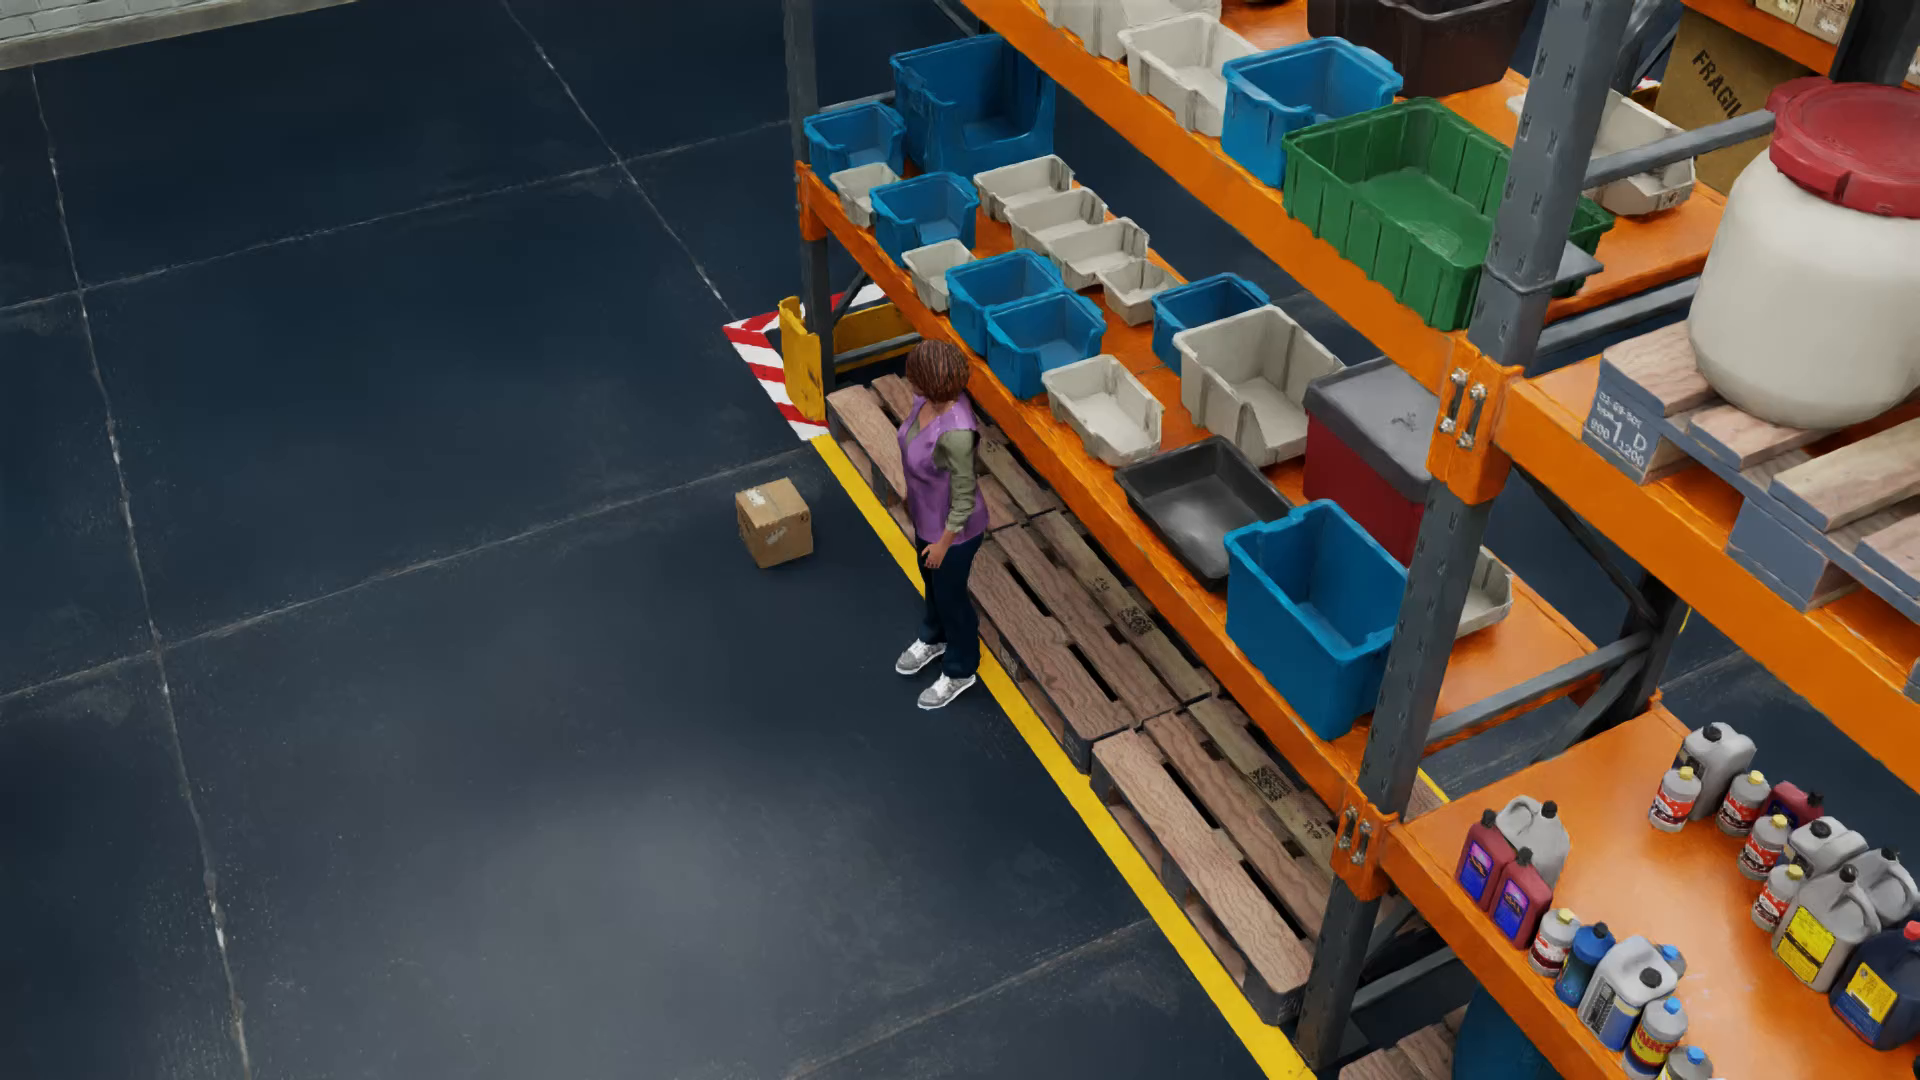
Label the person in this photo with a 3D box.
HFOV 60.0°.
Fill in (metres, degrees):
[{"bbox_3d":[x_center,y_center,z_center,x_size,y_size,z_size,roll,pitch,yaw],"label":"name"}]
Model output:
[{"bbox_3d":[-0.080,-0.061,6.229,0.363,1.622,0.459,-10,43,-11],"label":"person"}]
